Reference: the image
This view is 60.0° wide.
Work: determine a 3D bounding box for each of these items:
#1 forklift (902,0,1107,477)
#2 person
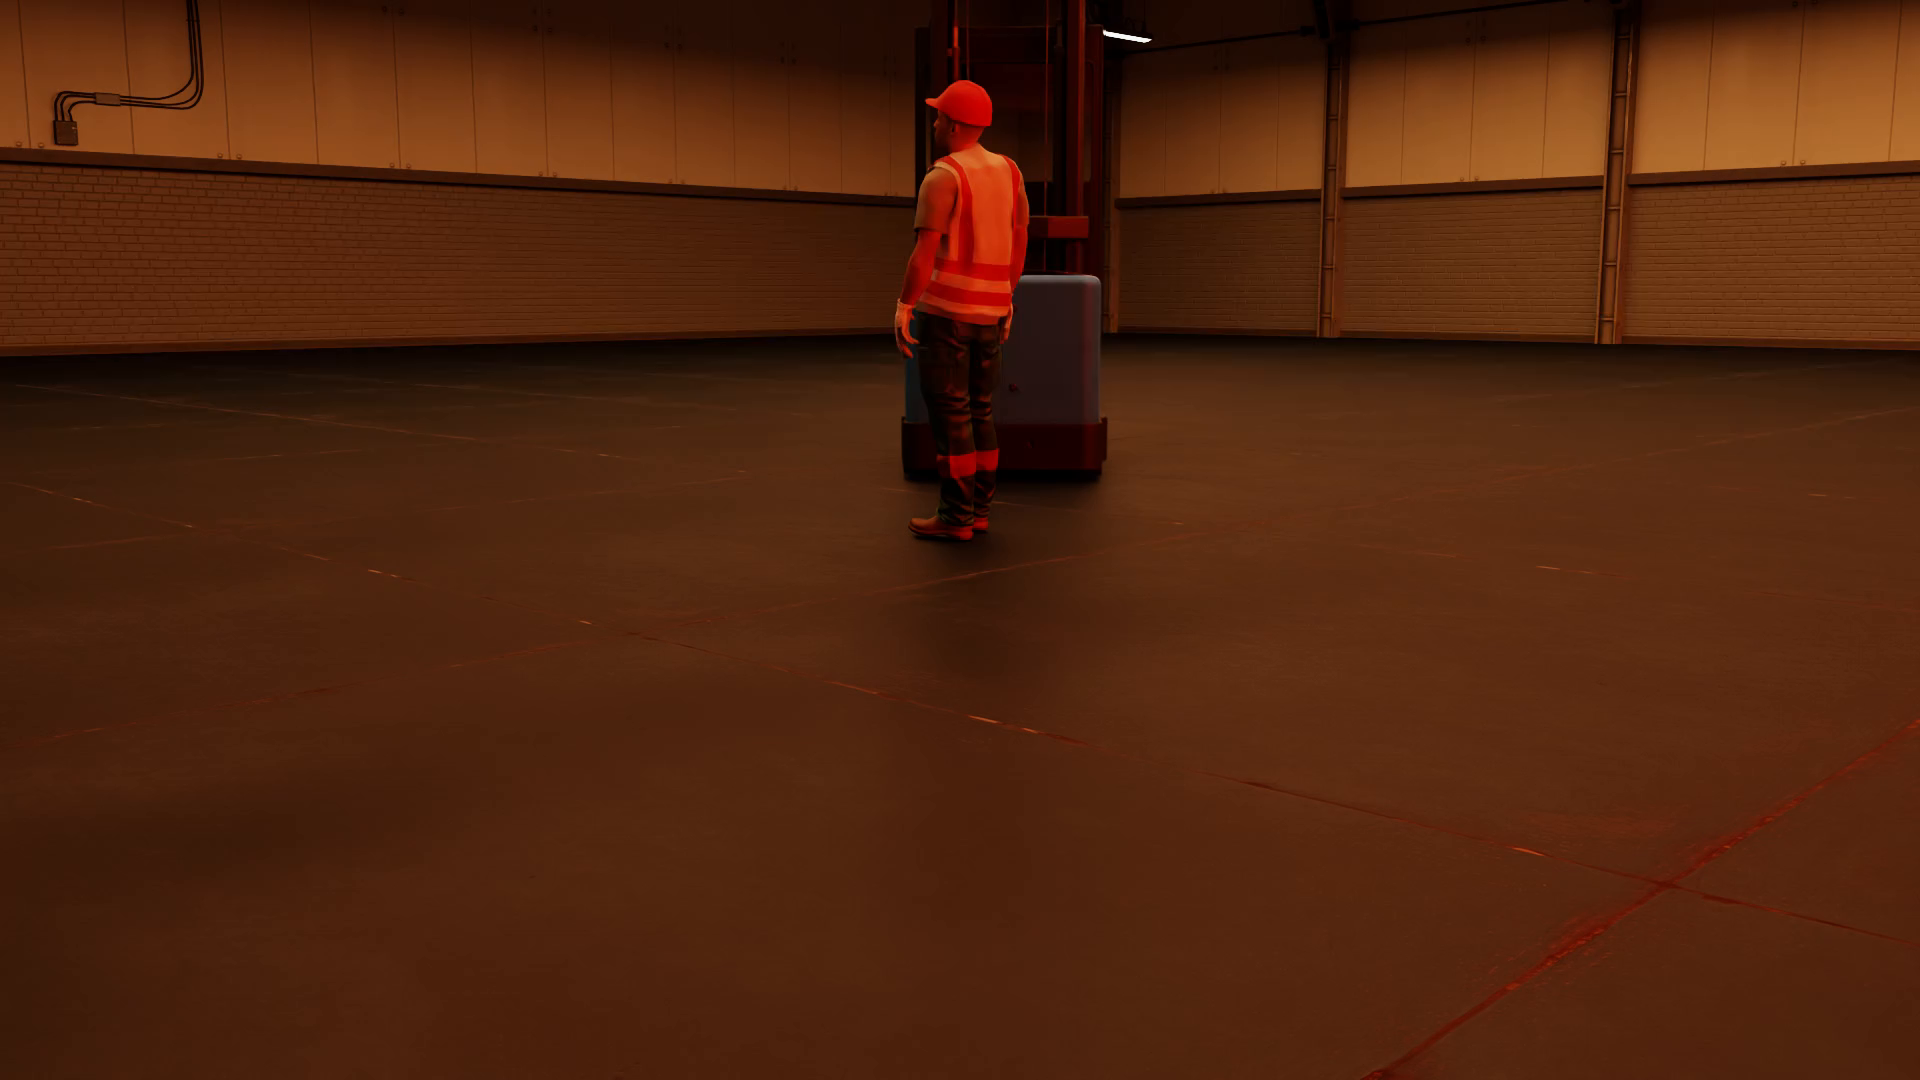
[{"bbox_3d":[0.294,-1.971,9.966,1.130,2.935,3.031,0,9,3],"label":"forklift"},{"bbox_3d":[-0.051,-0.901,6.646,0.562,1.789,0.638,8,12,43],"label":"person"}]
